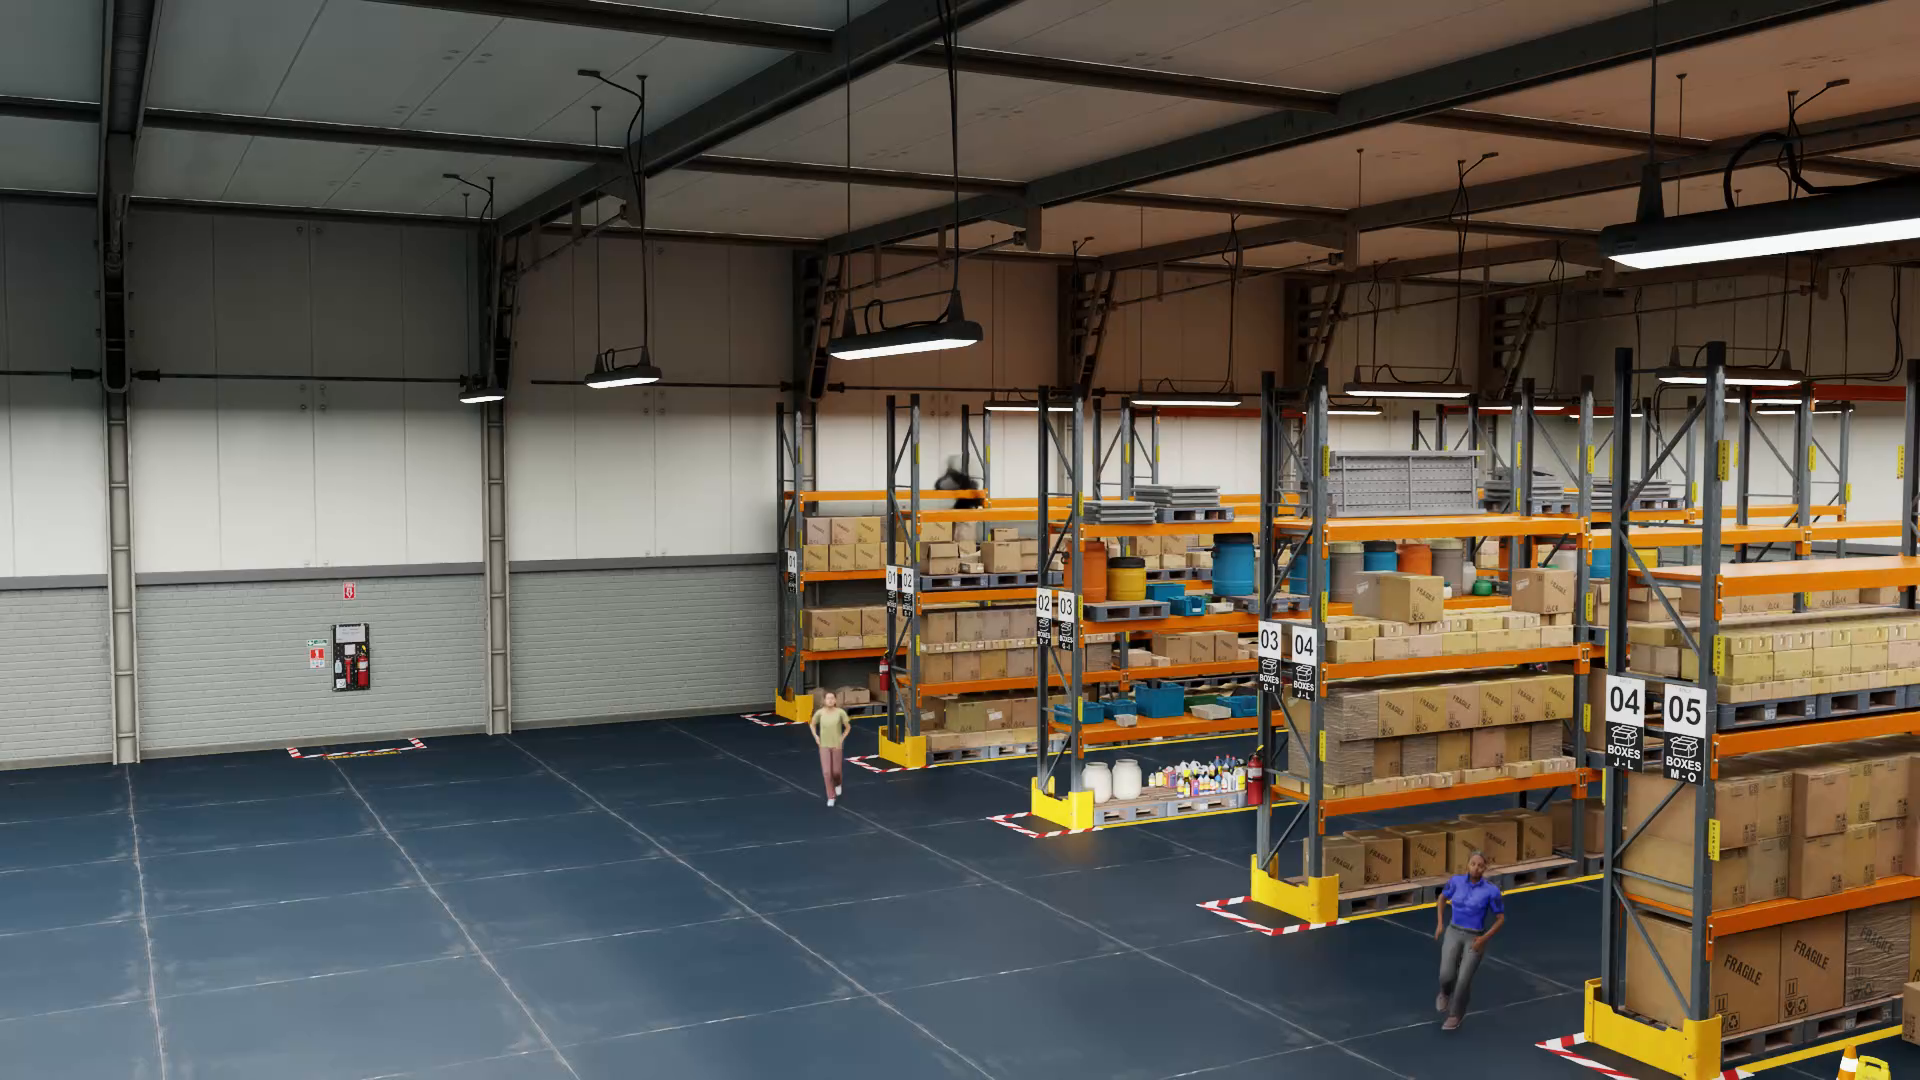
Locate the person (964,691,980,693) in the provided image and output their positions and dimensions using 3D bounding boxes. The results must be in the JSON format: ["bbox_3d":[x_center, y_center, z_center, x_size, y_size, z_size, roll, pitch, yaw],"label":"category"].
[{"bbox_3d":[0.249,2.341,29.617,1.044,1.777,0.685,-2,4,-34],"label":"person"}]

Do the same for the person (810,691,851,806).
[{"bbox_3d":[-1.879,2.986,24.059,0.589,1.644,0.618,0,3,-1],"label":"person"}]

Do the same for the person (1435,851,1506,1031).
[{"bbox_3d":[4.508,3.541,14.720,0.619,1.600,0.511,2,4,26],"label":"person"}]
